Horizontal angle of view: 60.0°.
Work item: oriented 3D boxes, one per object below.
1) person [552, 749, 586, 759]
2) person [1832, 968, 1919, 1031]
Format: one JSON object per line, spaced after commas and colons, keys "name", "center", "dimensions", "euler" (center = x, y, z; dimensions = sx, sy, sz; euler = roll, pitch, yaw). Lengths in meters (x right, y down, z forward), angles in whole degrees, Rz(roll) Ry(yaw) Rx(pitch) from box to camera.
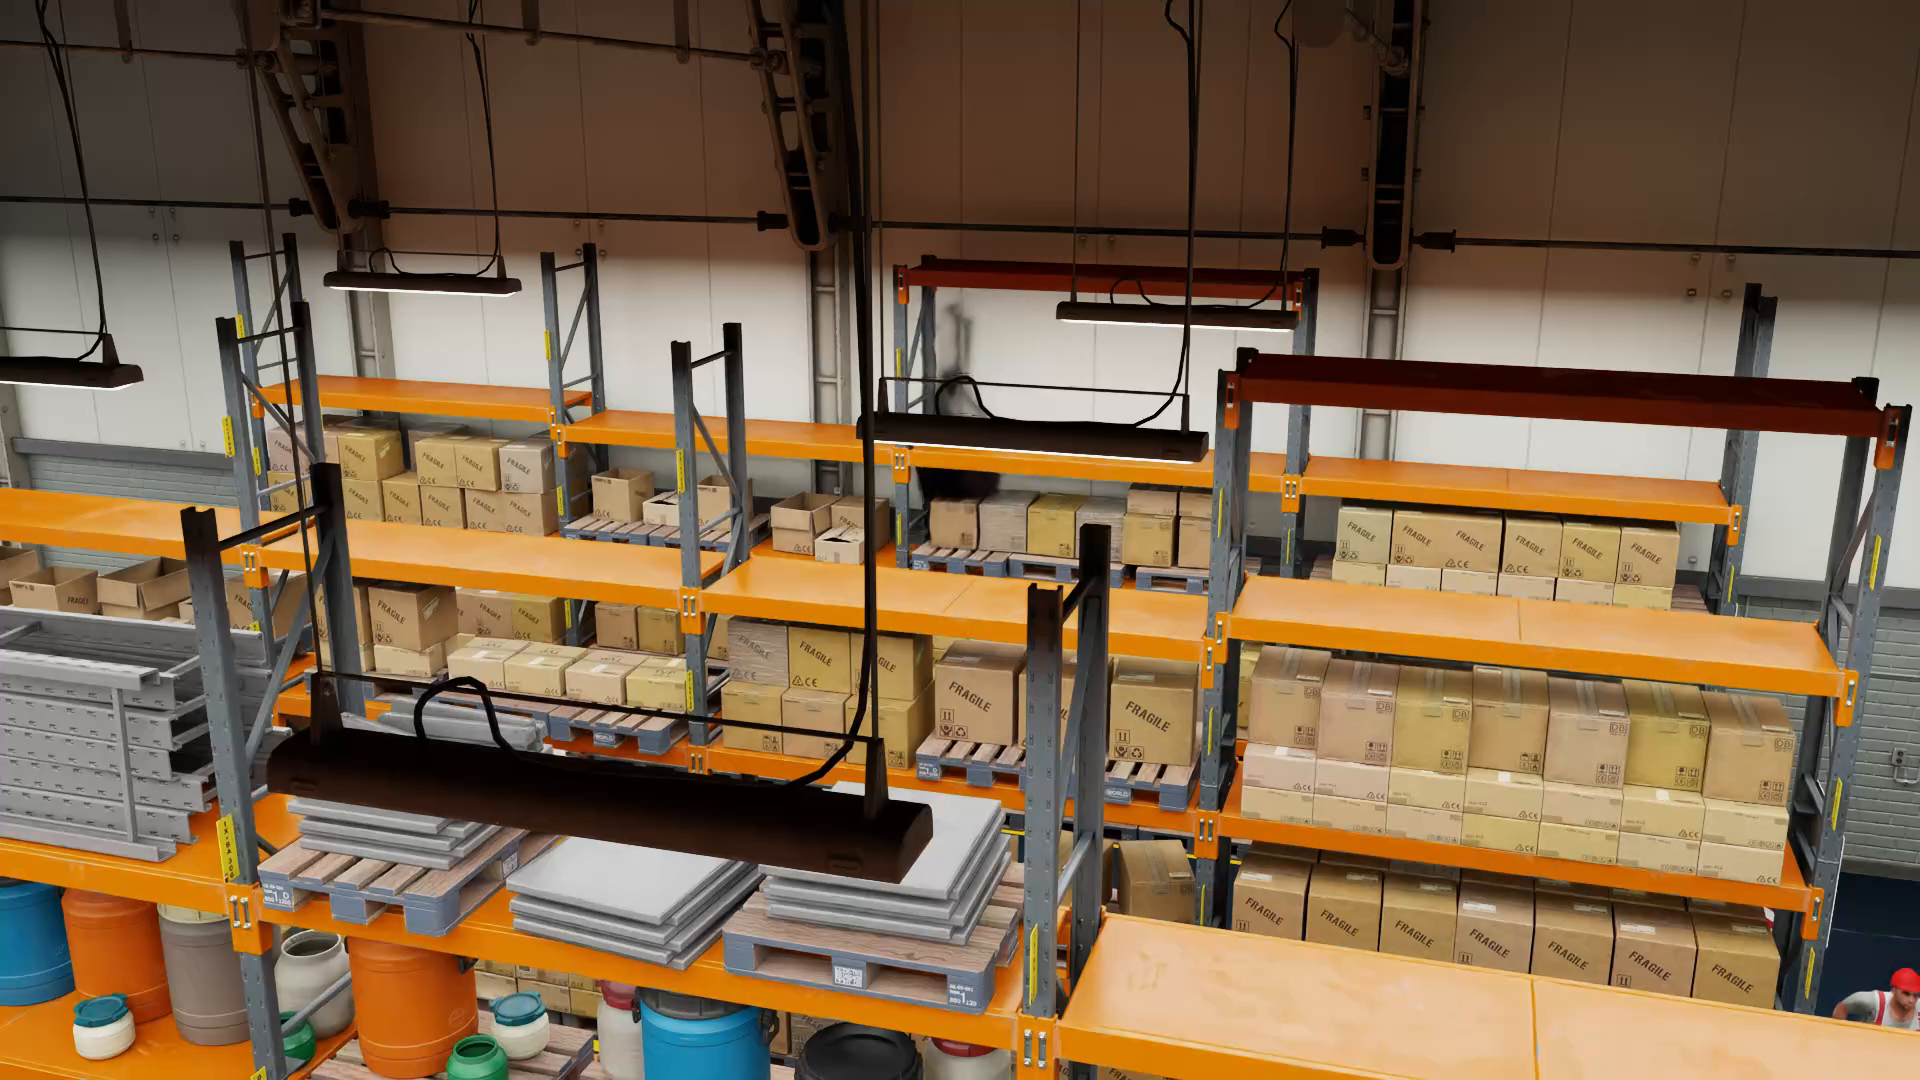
{"name": "person", "center": [-3.916, 2.677, 16.333], "dimensions": [1.047, 1.791, 0.679], "euler": [3, 16, 11]}
{"name": "person", "center": [6.767, 3.874, 12.190], "dimensions": [0.679, 1.721, 0.614], "euler": [3, 16, 12]}
